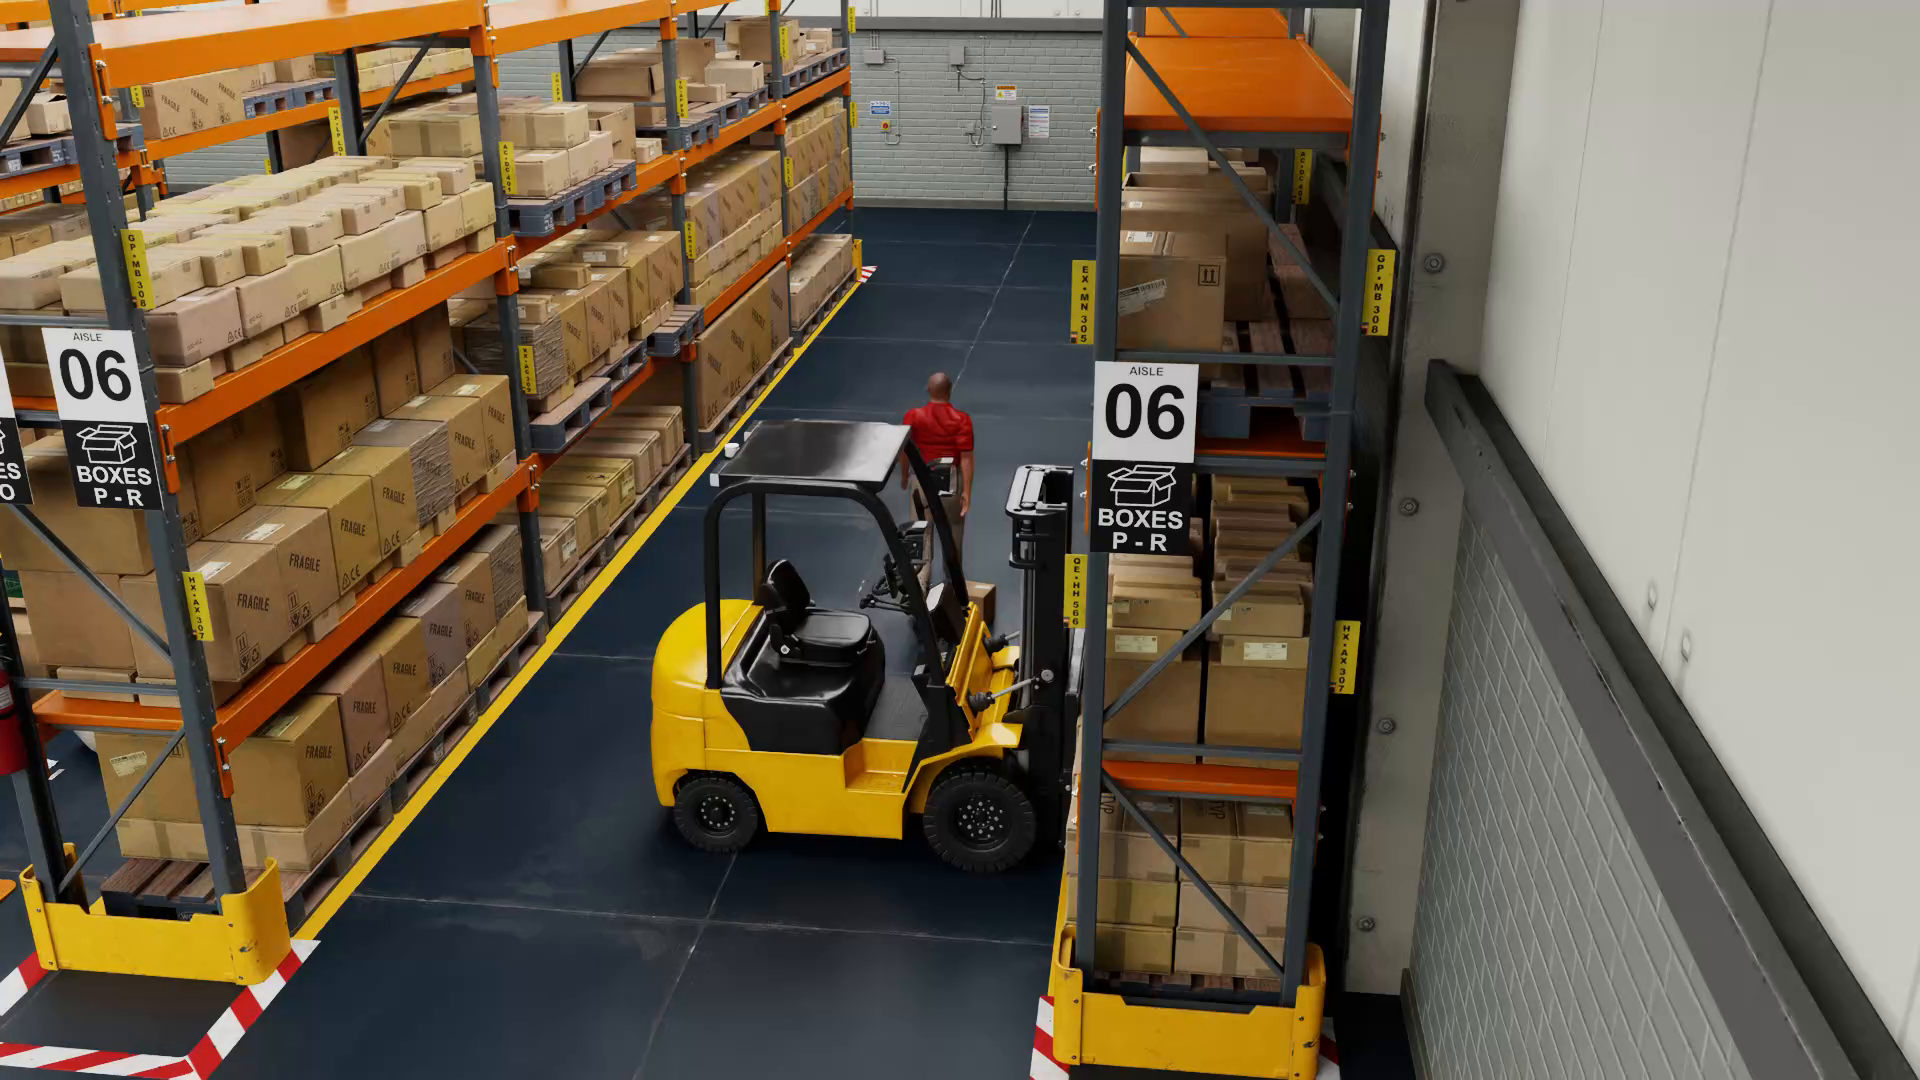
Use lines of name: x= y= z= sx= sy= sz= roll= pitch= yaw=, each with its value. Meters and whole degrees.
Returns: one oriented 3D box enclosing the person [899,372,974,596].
person: x=-0.172 y=-0.398 z=12.114 sx=0.552 sy=1.678 sz=0.986 roll=1 pitch=21 yaw=1
